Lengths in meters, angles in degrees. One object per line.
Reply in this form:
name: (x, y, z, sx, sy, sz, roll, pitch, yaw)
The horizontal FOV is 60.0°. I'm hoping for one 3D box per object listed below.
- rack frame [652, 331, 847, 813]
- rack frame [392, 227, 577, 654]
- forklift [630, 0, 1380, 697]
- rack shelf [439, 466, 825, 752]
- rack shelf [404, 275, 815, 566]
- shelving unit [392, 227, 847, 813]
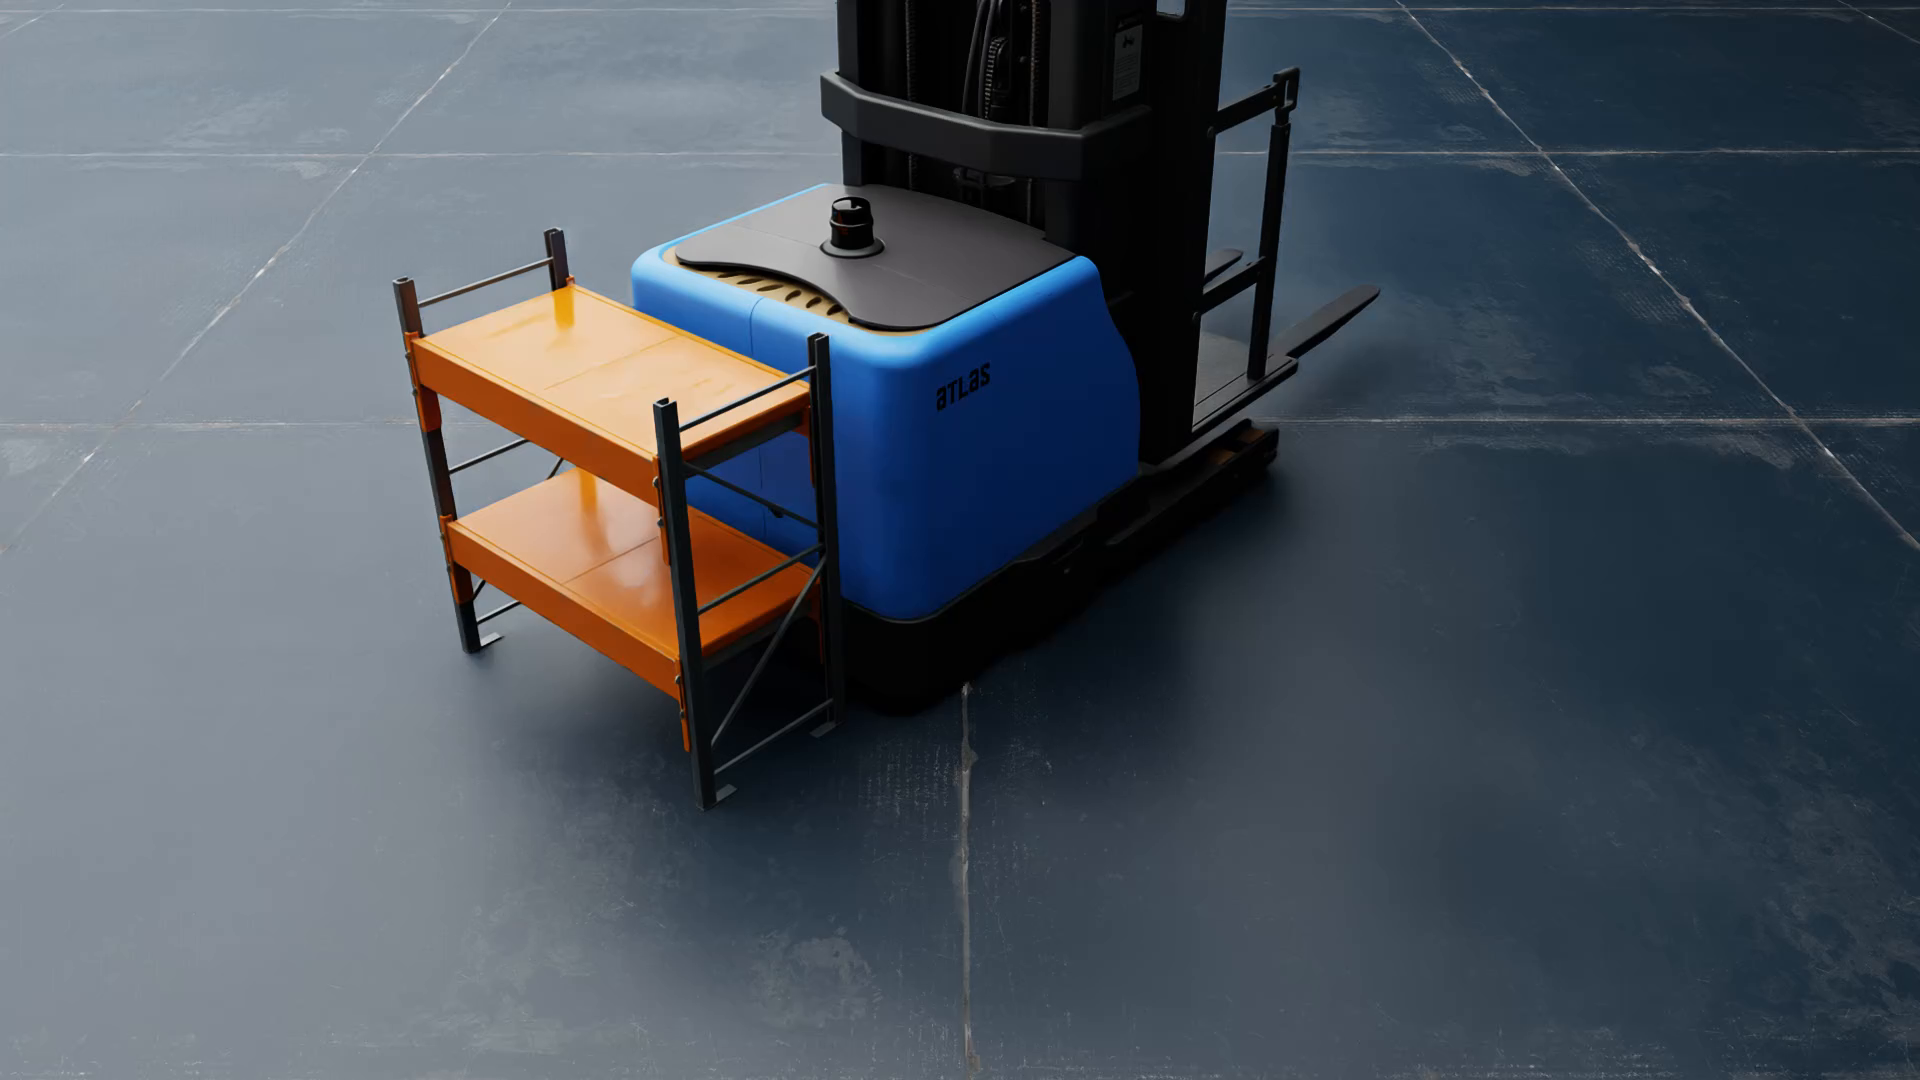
rack frame: (-0.481, 0.095, 4.008, 0.032, 1.125, 0.500, 25, 39, 35)
rack frame: (-1.238, -0.258, 4.589, 0.032, 1.125, 0.500, 25, 39, 35)
forklift: (0.416, -1.532, 4.949, 1.130, 2.935, 3.031, 23, 38, 32)
rack shelf: (-0.859, 0.127, 4.425, 1.000, 0.278, 0.538, 25, 39, 35)
rack shelf: (-0.860, -0.331, 4.146, 1.000, 0.278, 0.538, 25, 39, 35)
shelving unit: (-0.860, -0.081, 4.298, 1.048, 1.125, 0.538, 25, 39, 35)
